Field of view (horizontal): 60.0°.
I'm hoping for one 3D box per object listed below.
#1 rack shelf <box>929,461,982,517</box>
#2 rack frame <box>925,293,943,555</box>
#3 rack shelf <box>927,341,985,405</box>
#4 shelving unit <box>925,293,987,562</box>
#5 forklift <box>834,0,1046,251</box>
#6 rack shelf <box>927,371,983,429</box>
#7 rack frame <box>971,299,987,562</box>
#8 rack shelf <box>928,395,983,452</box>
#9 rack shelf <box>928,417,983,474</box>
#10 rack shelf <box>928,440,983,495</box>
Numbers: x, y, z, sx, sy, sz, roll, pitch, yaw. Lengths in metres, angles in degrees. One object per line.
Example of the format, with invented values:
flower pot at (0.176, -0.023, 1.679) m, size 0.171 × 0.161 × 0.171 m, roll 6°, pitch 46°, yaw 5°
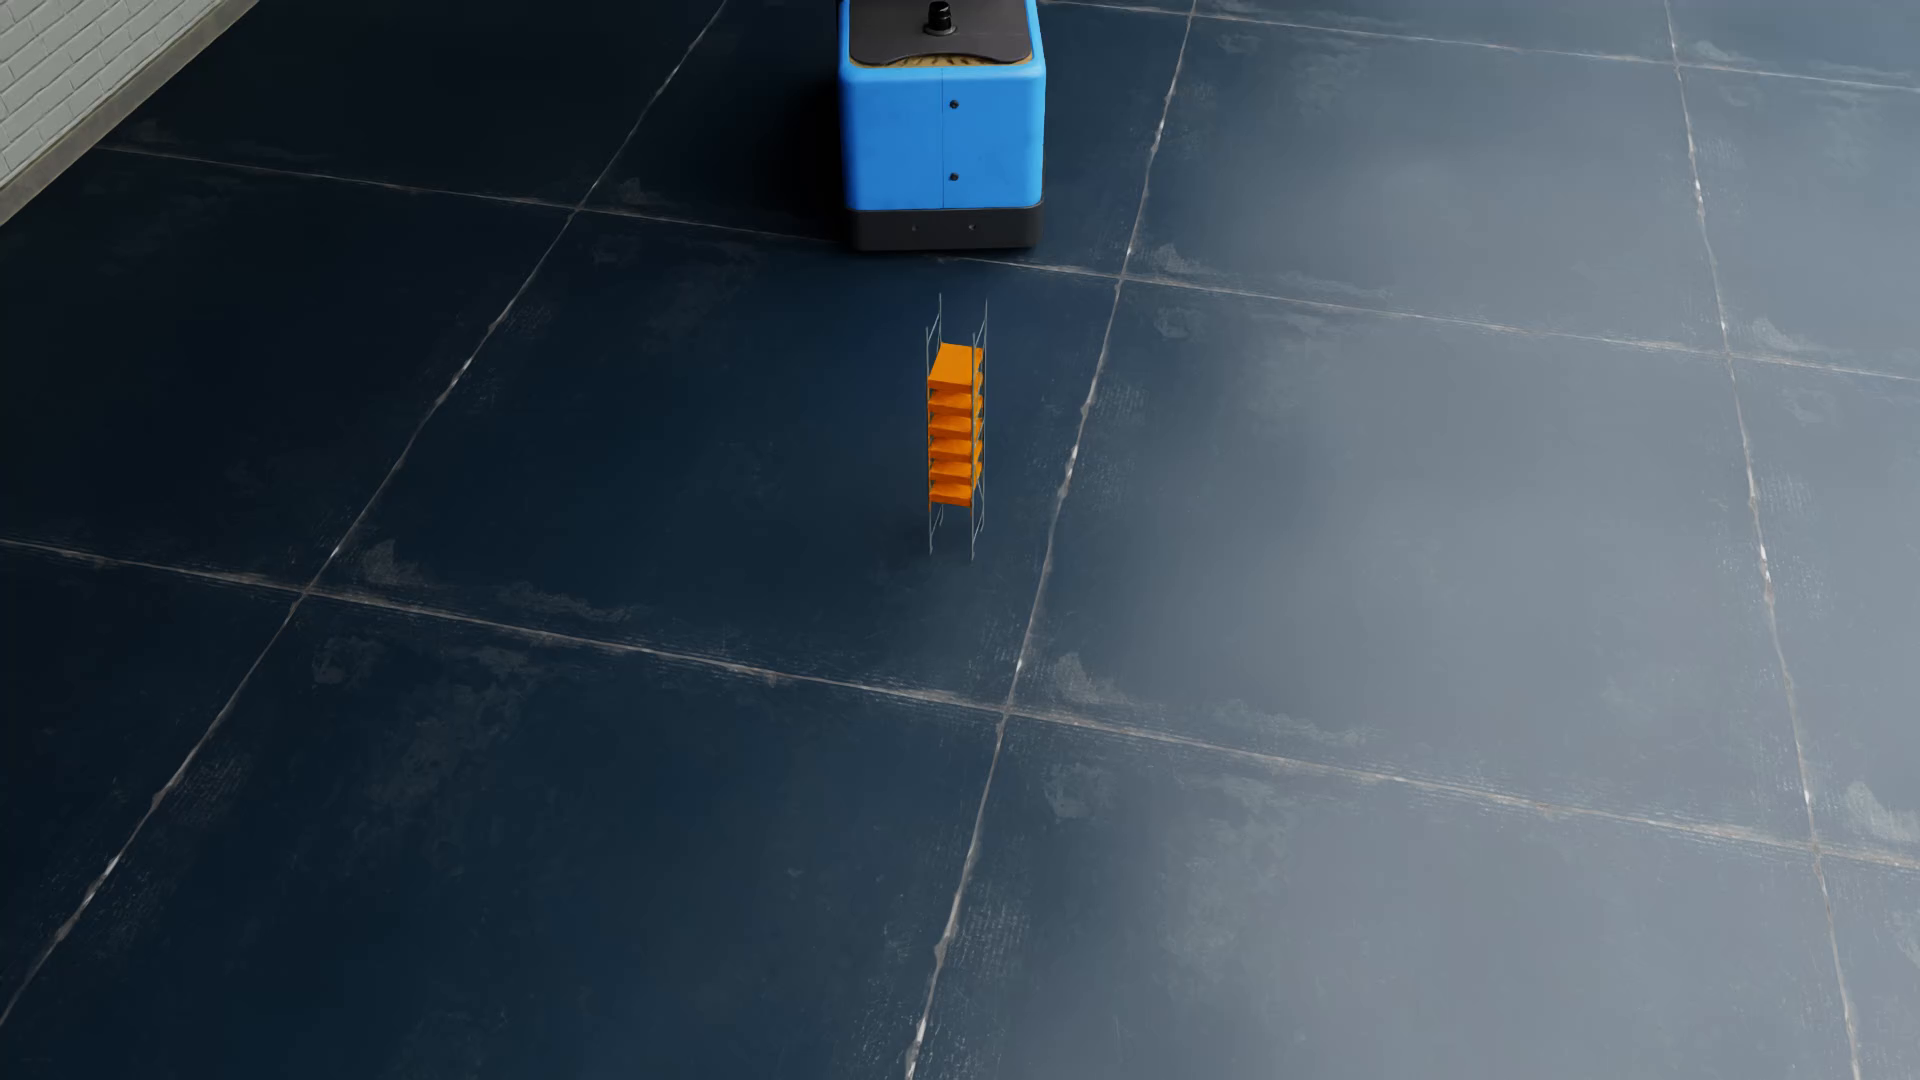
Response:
rack shelf at (-0.014, -0.230, 6.993) m, size 0.180 × 0.103 × 0.258 m, roll 9°, pitch 45°, yaw 9°
rack frame at (-0.103, -0.448, 6.811) m, size 0.006 × 1.200 × 0.240 m, roll 9°, pitch 45°, yaw 9°
rack shelf at (-0.014, -0.662, 6.577) m, size 0.180 × 0.103 × 0.258 m, roll 9°, pitch 45°, yaw 9°
shelving unit at (-0.014, -0.434, 6.796) m, size 0.189 × 1.200 × 0.258 m, roll 9°, pitch 45°, yaw 9°
forklift at (-0.146, -3.572, 8.807) m, size 1.130 × 2.935 × 3.031 m, roll -2°, pitch 44°, yaw -2°
rack shelf at (-0.014, -0.575, 6.661) m, size 0.180 × 0.103 × 0.258 m, roll 9°, pitch 45°, yaw 9°
rack frame at (0.075, -0.421, 6.782) m, size 0.006 × 1.200 × 0.240 m, roll 9°, pitch 45°, yaw 9°
rack shelf at (-0.014, -0.489, 6.744) m, size 0.180 × 0.103 × 0.258 m, roll 9°, pitch 45°, yaw 9°
rack shelf at (-0.014, -0.402, 6.827) m, size 0.180 × 0.103 × 0.258 m, roll 9°, pitch 45°, yaw 9°
rack shelf at (-0.014, -0.316, 6.910) m, size 0.180 × 0.103 × 0.258 m, roll 9°, pitch 45°, yaw 9°
